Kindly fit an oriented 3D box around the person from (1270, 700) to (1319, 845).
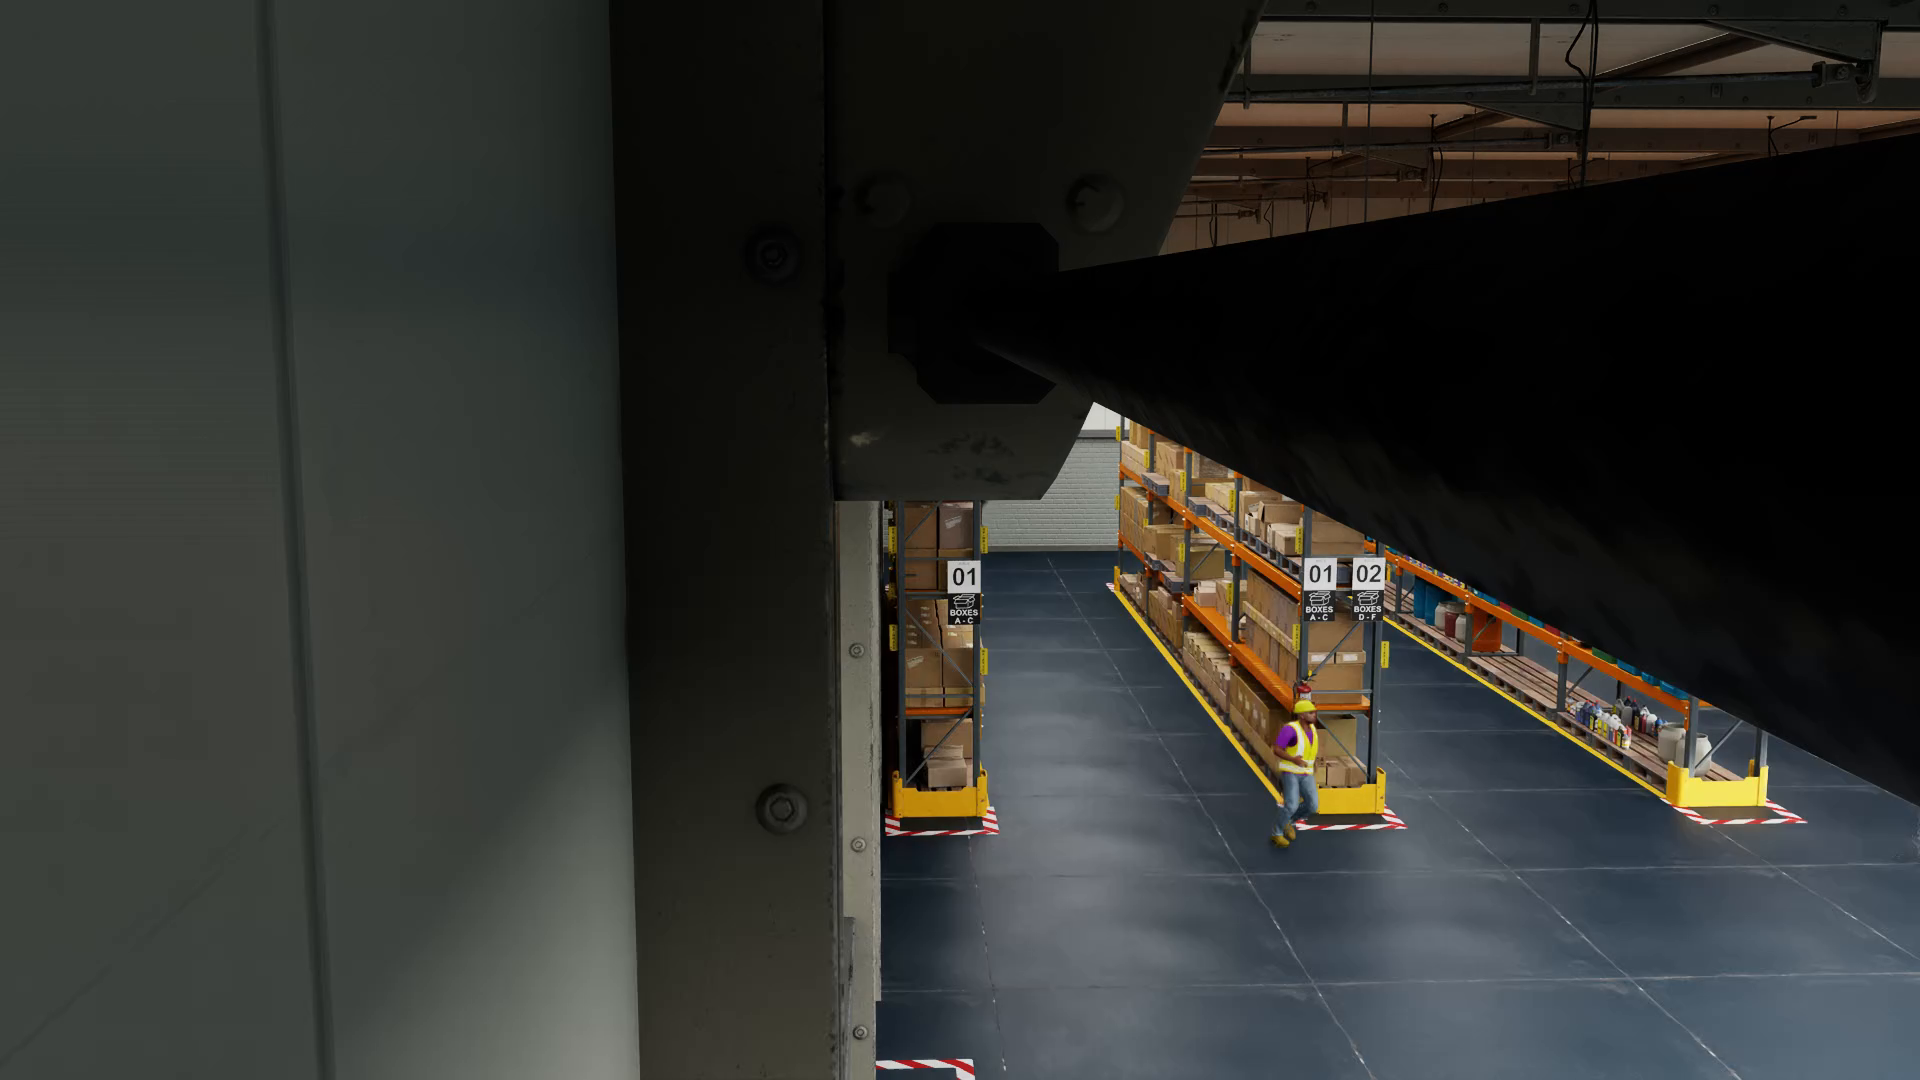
[{"bbox_3d":[3.987,2.704,19.404,0.701,1.687,0.562,-5,10,-31],"label":"person"}]
